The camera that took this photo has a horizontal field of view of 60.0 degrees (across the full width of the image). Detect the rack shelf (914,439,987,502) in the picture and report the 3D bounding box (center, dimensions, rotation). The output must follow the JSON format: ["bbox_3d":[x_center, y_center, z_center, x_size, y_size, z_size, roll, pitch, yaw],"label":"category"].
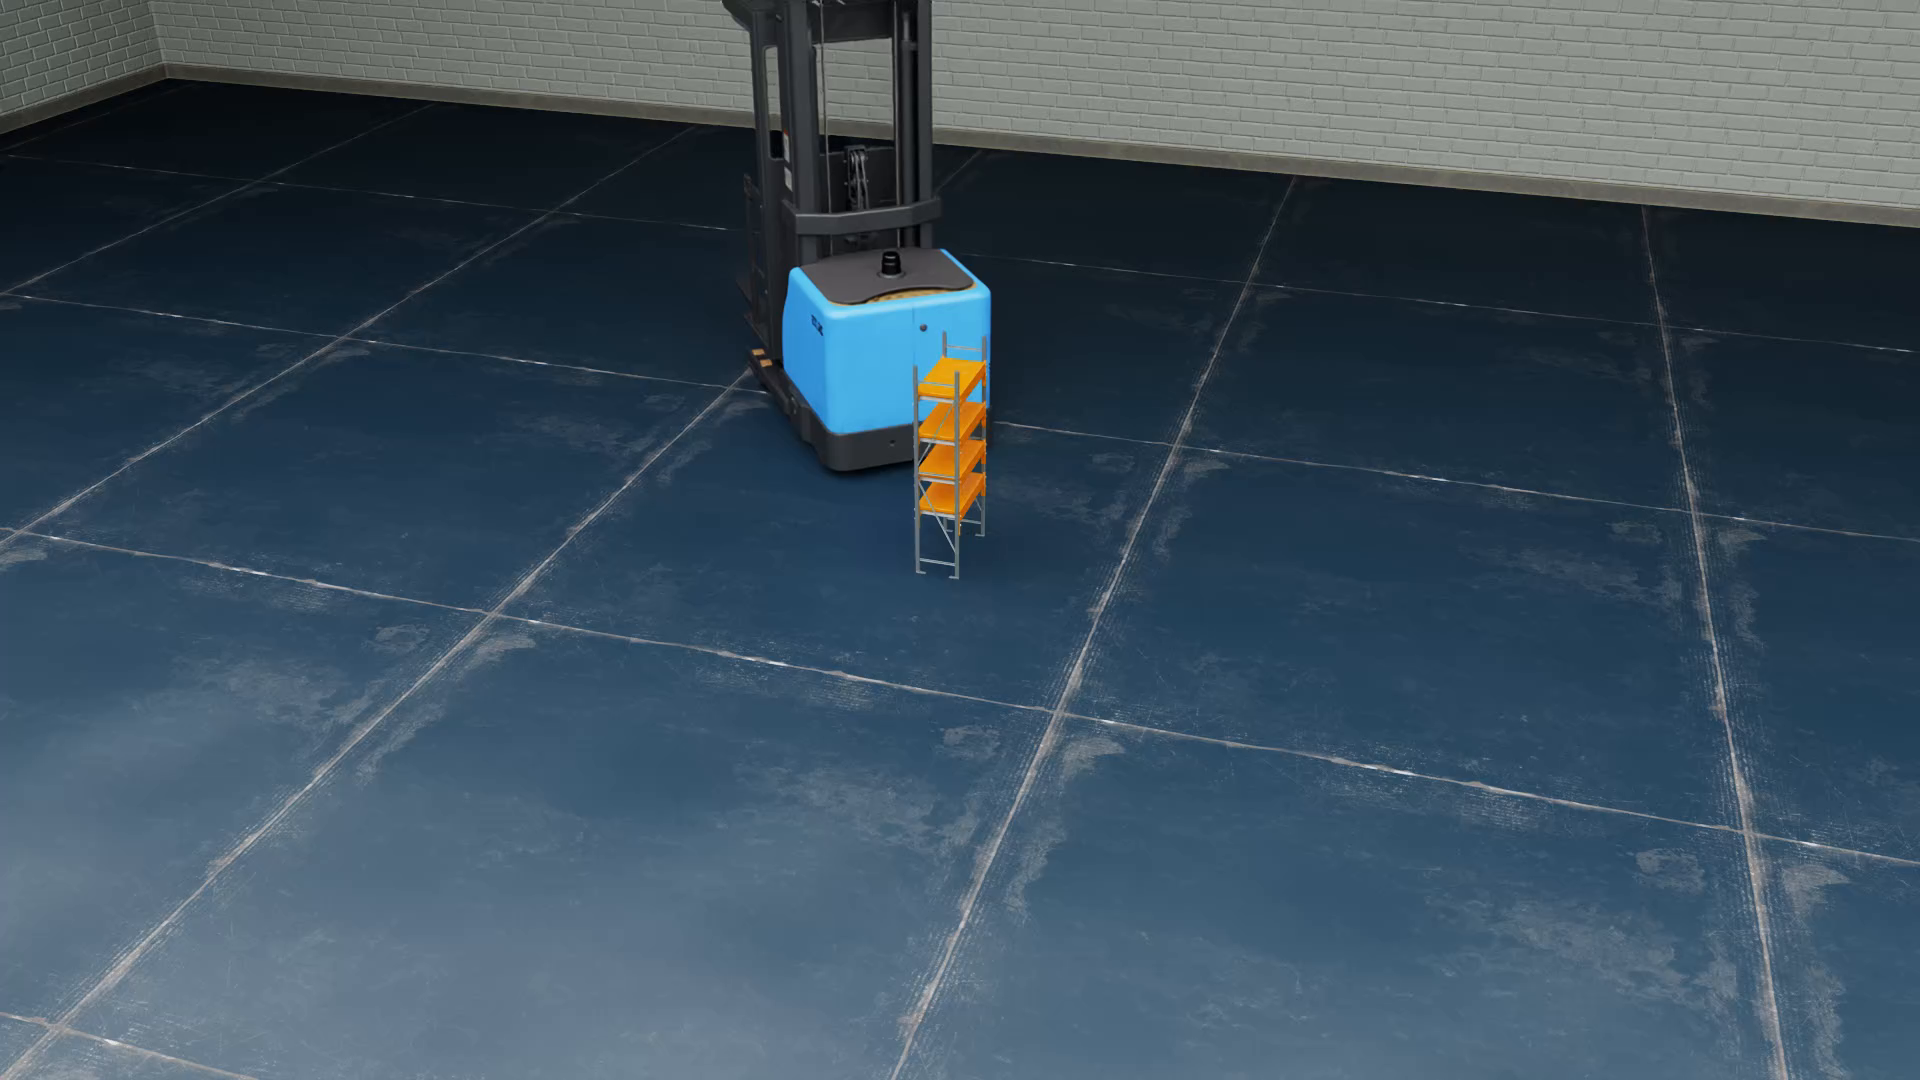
[{"bbox_3d":[-0.049,-0.389,8.853,0.258,0.148,0.480,8,30,15],"label":"rack shelf"}]

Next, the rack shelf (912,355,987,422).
[{"bbox_3d":[-0.049,-0.791,8.629,0.258,0.148,0.480,8,30,15],"label":"rack shelf"}]

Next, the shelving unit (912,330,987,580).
[{"bbox_3d":[-0.049,-0.447,8.820,0.258,1.200,0.503,8,30,15],"label":"shelving unit"}]

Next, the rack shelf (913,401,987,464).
[{"bbox_3d":[-0.049,-0.584,8.744,0.258,0.148,0.480,8,30,15],"label":"rack shelf"}]

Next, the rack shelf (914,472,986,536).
[{"bbox_3d":[-0.049,-0.215,8.949,0.258,0.148,0.480,8,30,15],"label":"rack shelf"}]

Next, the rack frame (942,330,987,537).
[{"bbox_3d":[0.023,-0.561,9.024,0.240,1.200,0.015,8,30,15],"label":"rack frame"}]

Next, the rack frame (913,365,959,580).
[{"bbox_3d":[-0.120,-0.334,8.616,0.240,1.200,0.015,8,30,15],"label":"rack frame"}]

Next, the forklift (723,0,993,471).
[{"bbox_3d":[-0.803,-2.388,10.527,1.130,2.935,3.031,-11,31,-18],"label":"forklift"}]
